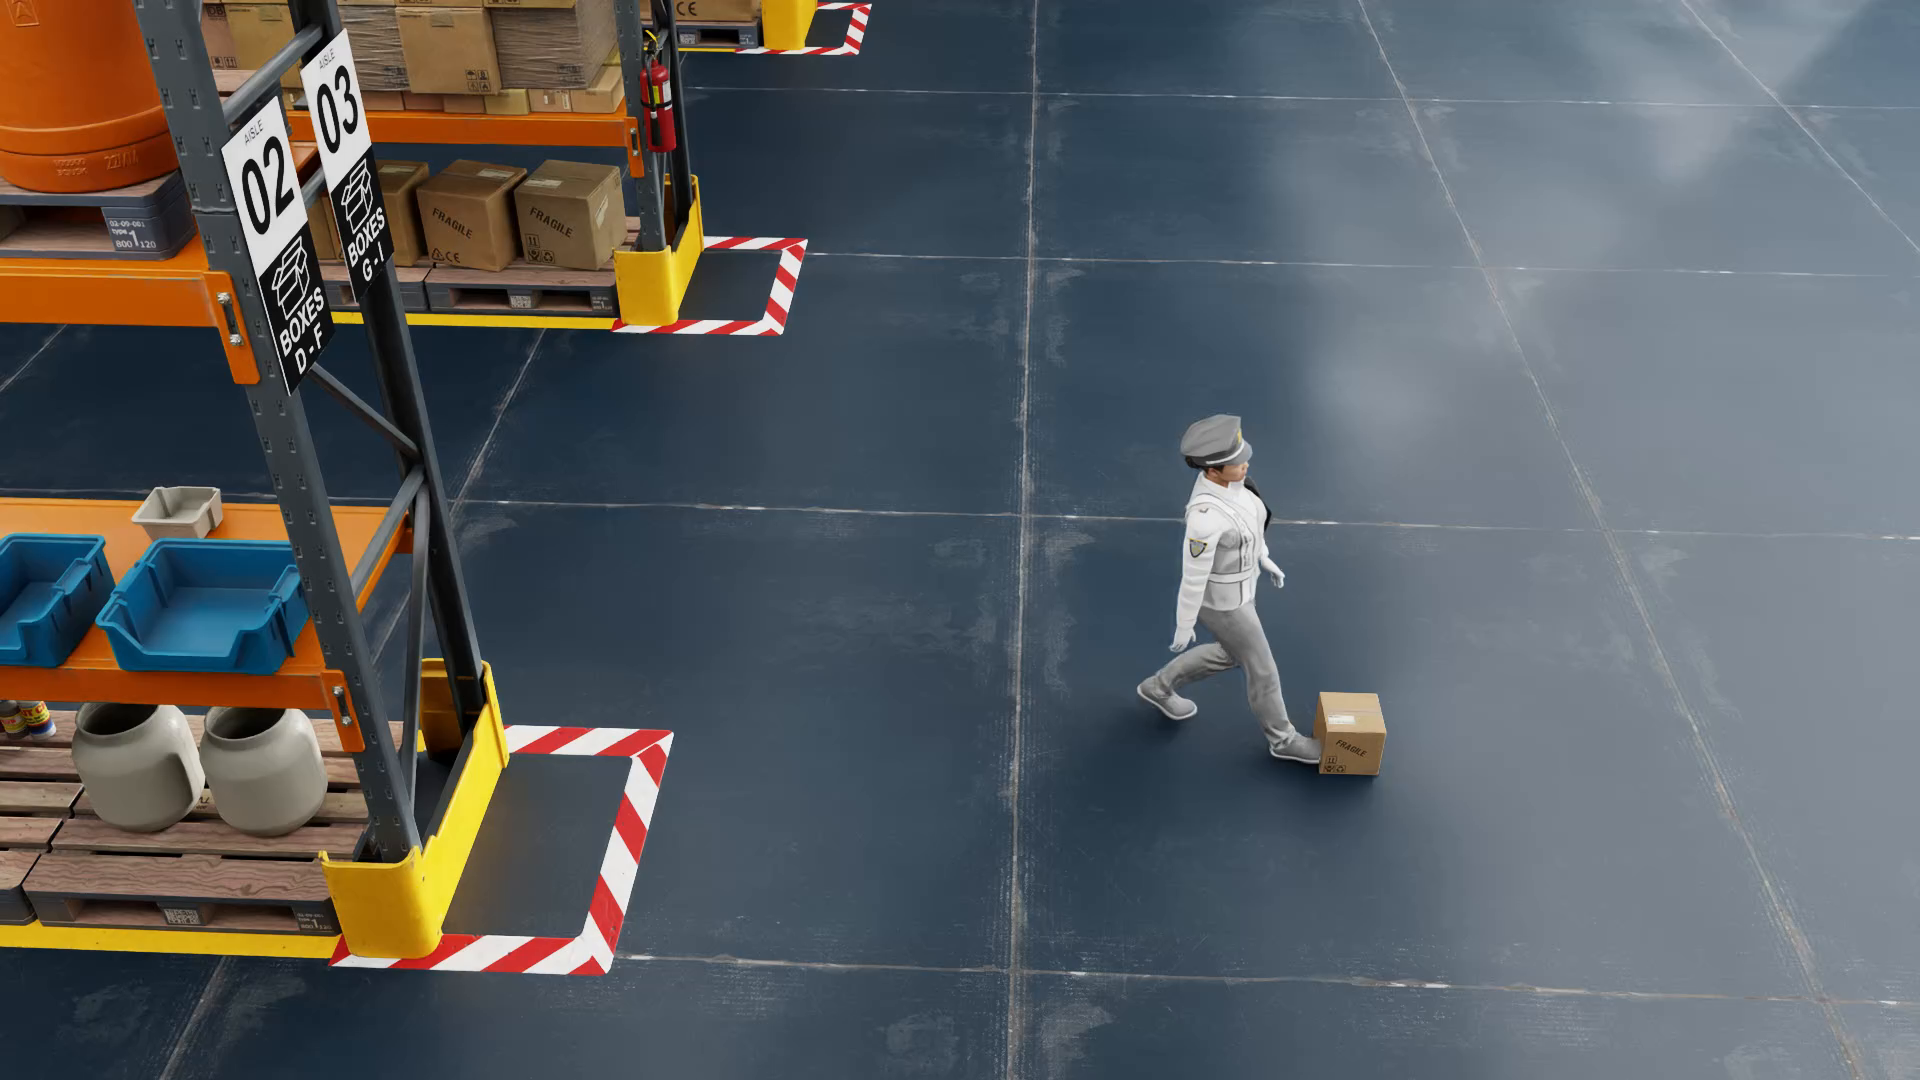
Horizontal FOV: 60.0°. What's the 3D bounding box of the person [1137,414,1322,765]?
[{"bbox_3d":[1.203,0.205,6.841,0.897,1.615,0.534,9,37,12],"label":"person"}]
